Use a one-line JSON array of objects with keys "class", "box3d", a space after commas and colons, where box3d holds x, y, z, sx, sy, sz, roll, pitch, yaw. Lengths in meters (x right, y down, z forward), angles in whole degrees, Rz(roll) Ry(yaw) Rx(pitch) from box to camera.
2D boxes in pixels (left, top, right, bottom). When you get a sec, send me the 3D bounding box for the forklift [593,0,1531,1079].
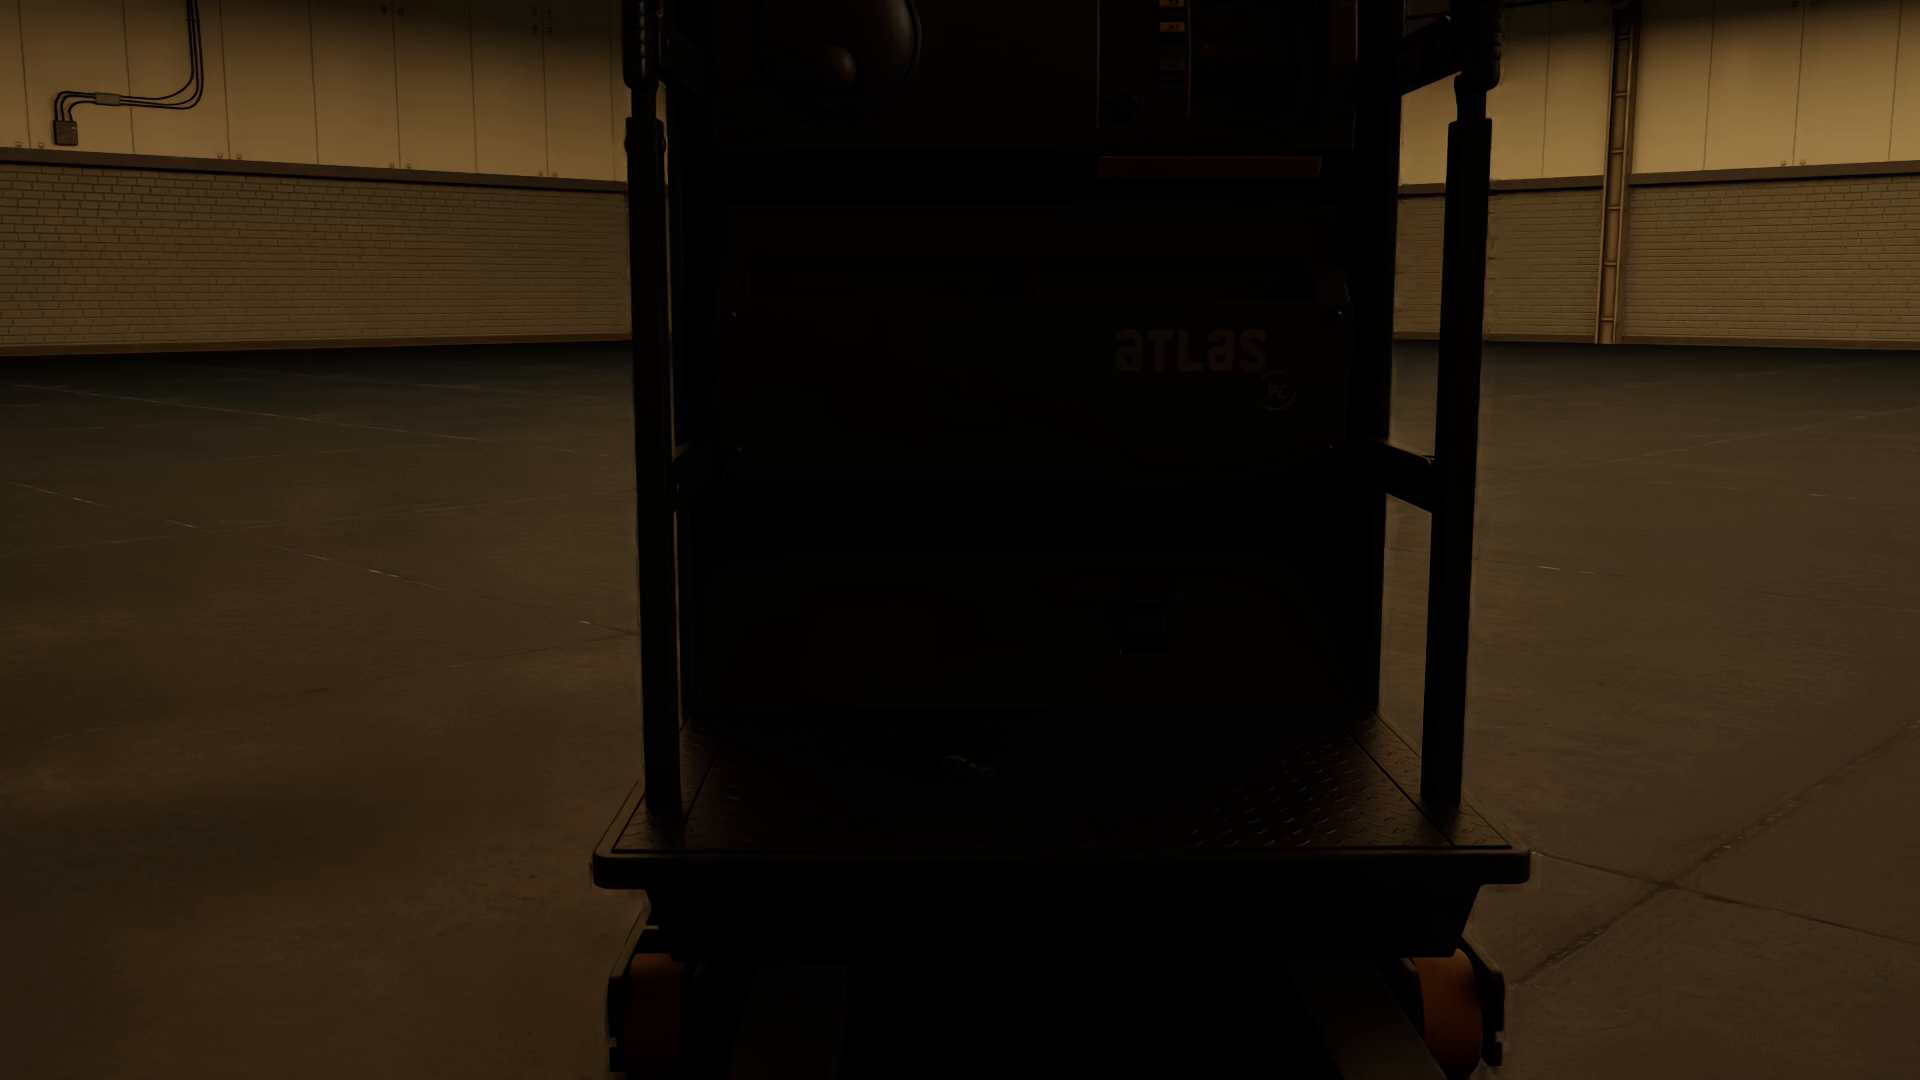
[{"class": "forklift", "box3d": [0.113, -0.804, 2.211, 1.130, 2.935, 3.031, 0, 9, -1]}]
